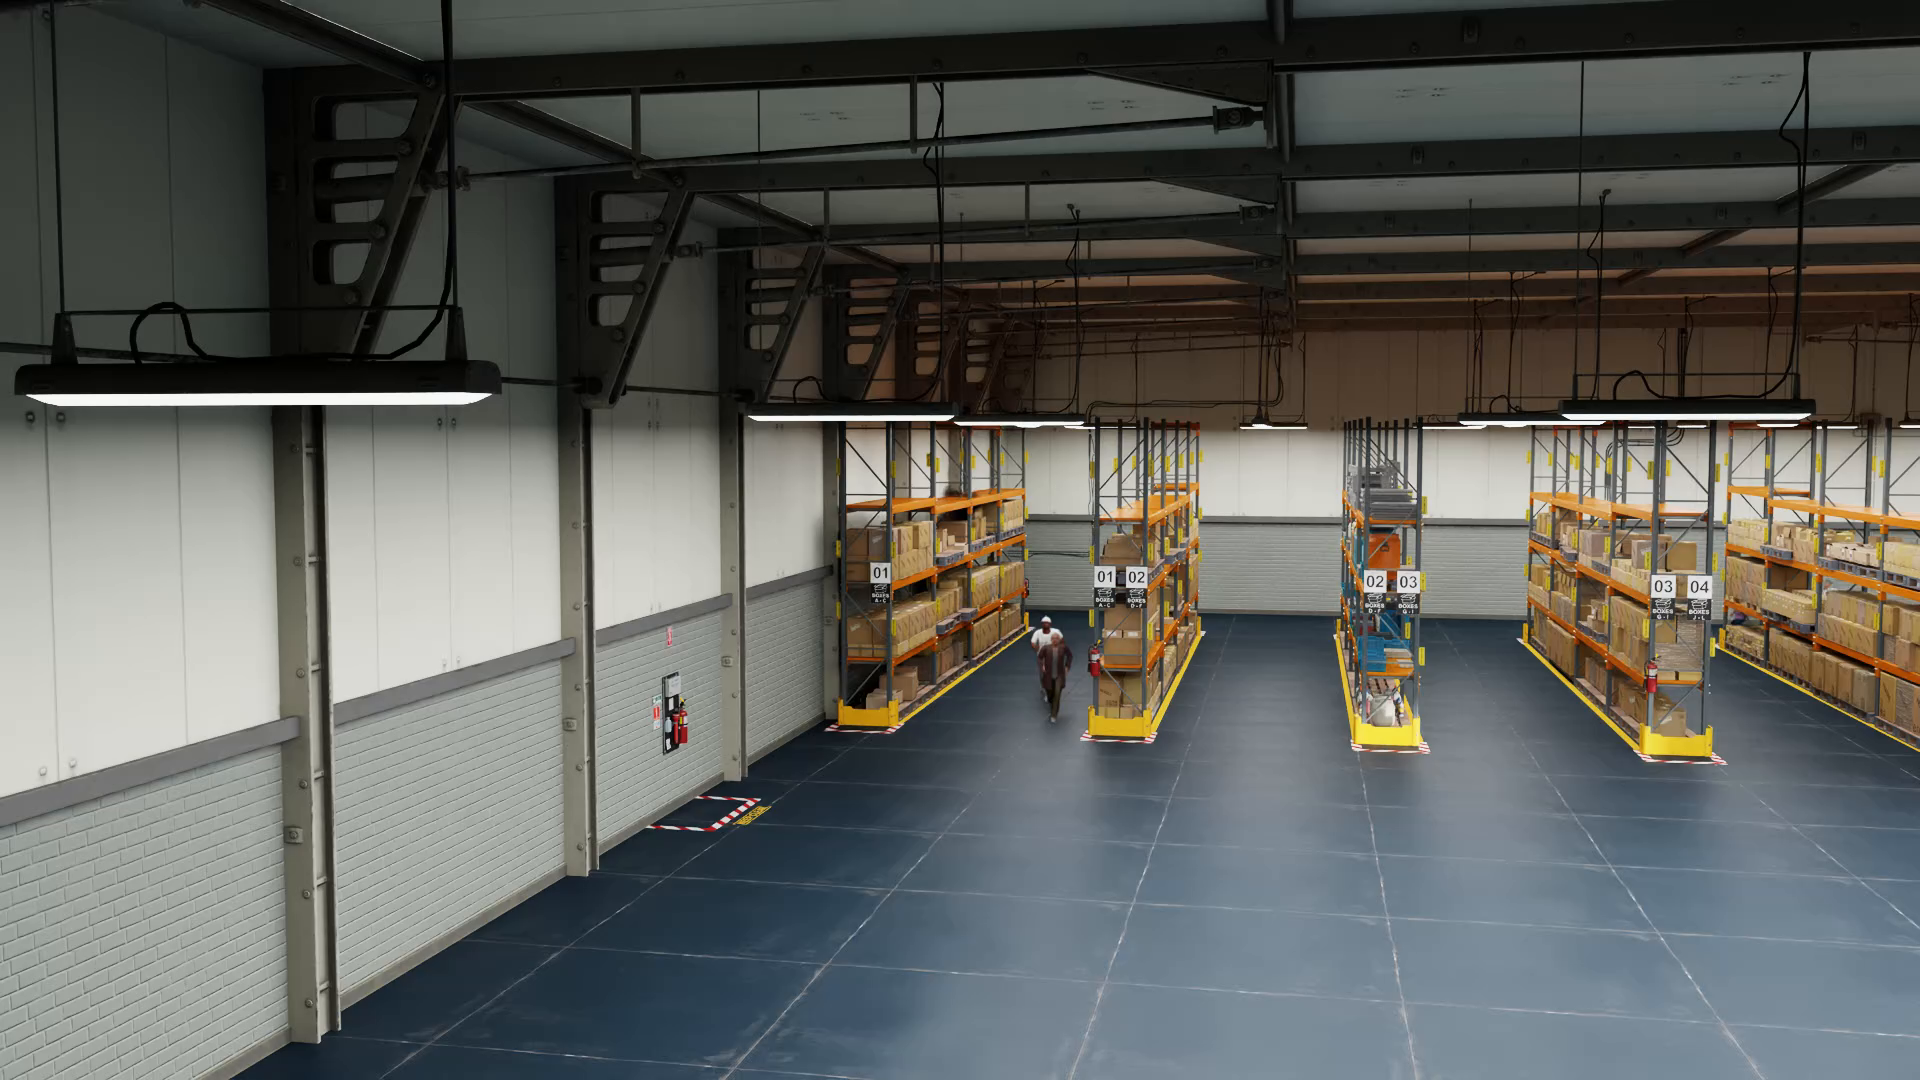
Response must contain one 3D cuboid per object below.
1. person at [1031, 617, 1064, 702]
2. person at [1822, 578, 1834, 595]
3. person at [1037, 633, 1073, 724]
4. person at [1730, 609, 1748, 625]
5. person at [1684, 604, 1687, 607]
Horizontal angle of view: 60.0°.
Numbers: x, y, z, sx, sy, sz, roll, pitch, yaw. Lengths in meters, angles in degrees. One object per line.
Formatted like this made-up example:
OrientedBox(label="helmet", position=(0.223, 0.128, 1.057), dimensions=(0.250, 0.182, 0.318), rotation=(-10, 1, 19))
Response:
OrientedBox(label="person", position=(1.876, 2.522, 35.743), dimensions=(0.710, 1.771, 0.973), rotation=(1, 4, 10))
OrientedBox(label="person", position=(23.701, 1.927, 45.274), dimensions=(0.829, 1.770, 0.688), rotation=(0, 4, 4))
OrientedBox(label="person", position=(1.881, 2.713, 33.051), dimensions=(0.720, 1.767, 1.043), rotation=(0, 4, 5))
OrientedBox(label="person", position=(21.292, 2.066, 45.338), dimensions=(0.735, 1.433, 0.612), rotation=(4, 5, 44))
OrientedBox(label="person", position=(18.331, 2.118, 41.418), dimensions=(0.653, 1.820, 0.886), rotation=(1, 4, 17))
